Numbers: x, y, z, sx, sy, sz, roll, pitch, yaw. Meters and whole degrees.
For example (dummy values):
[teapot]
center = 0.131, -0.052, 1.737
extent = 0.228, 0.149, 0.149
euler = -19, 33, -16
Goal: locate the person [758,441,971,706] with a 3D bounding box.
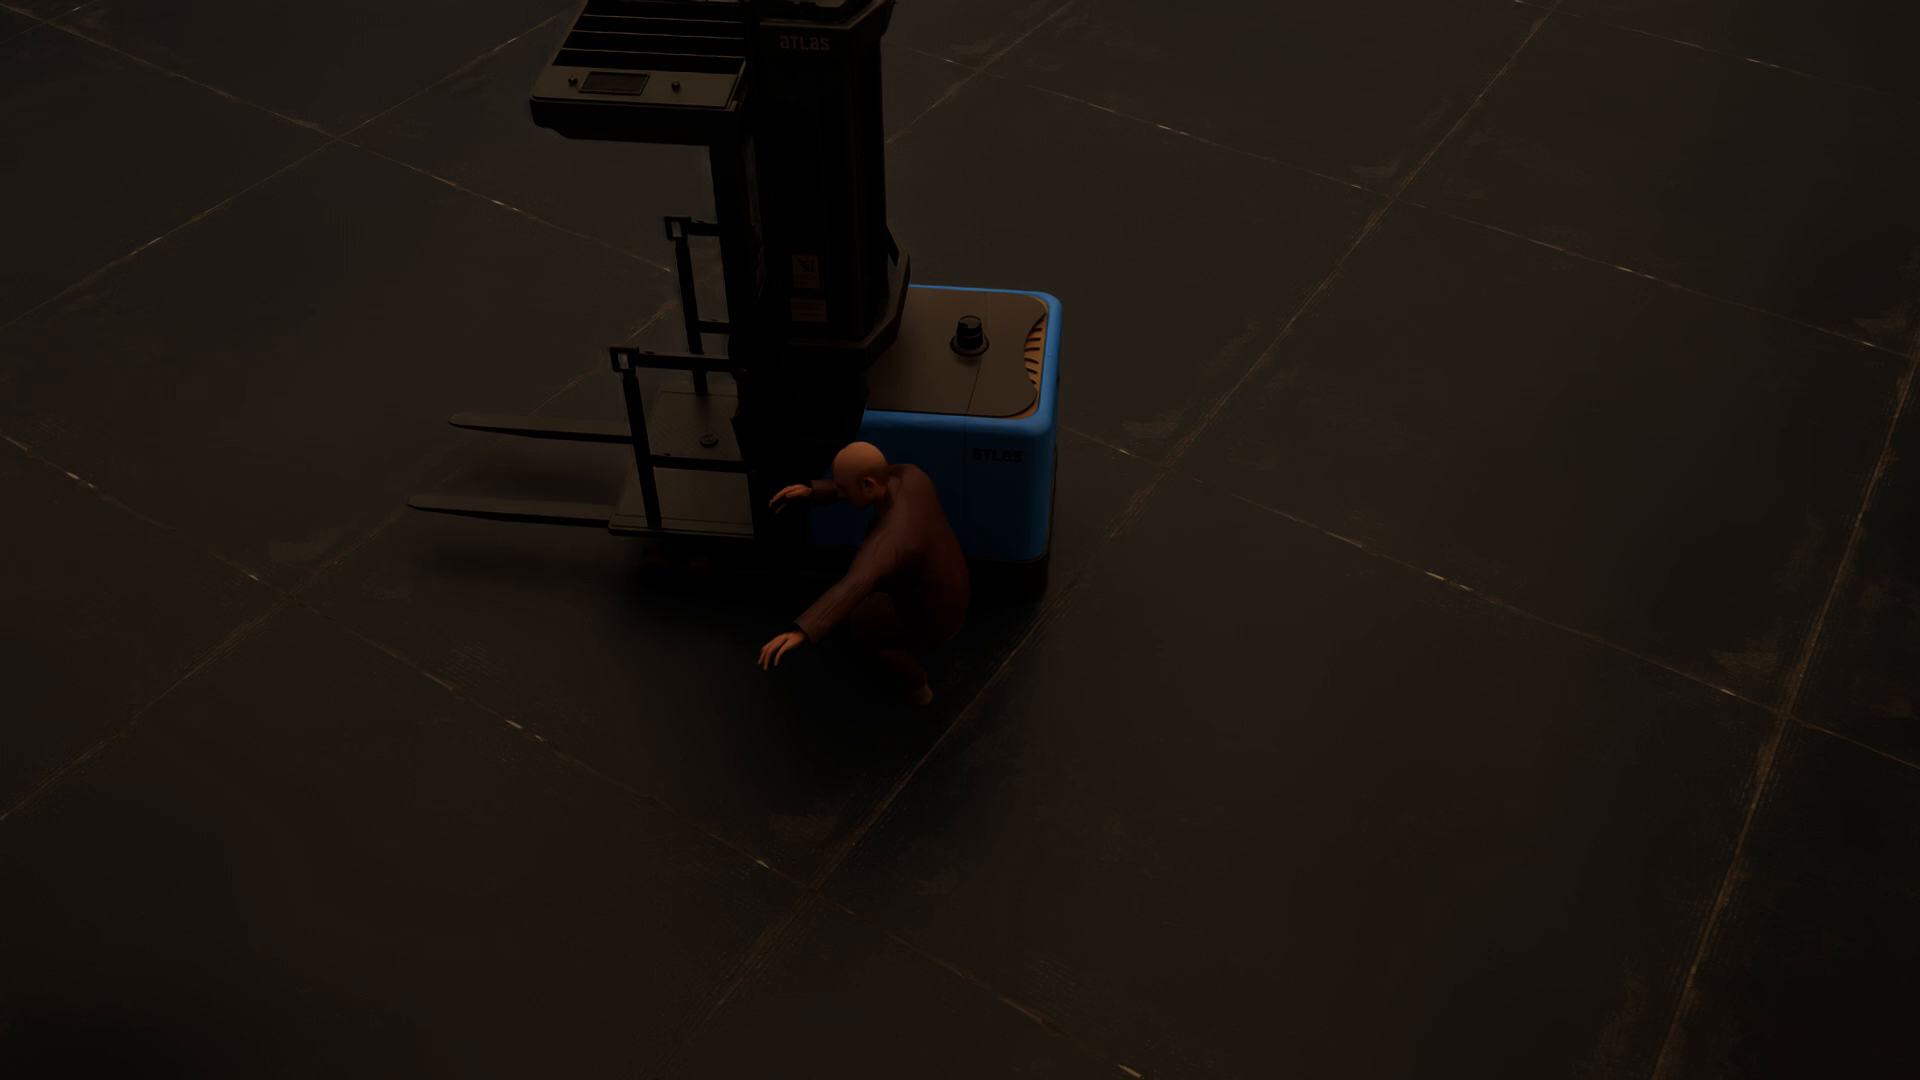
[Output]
[person]
center = -0.381, 0.211, 6.658
extent = 0.822, 1.490, 1.673
euler = 8, 44, 8

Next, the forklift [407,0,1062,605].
[forklift]
center = -1.068, -1.193, 7.107
extent = 3.031, 2.935, 1.130
euler = 4, 44, 4
